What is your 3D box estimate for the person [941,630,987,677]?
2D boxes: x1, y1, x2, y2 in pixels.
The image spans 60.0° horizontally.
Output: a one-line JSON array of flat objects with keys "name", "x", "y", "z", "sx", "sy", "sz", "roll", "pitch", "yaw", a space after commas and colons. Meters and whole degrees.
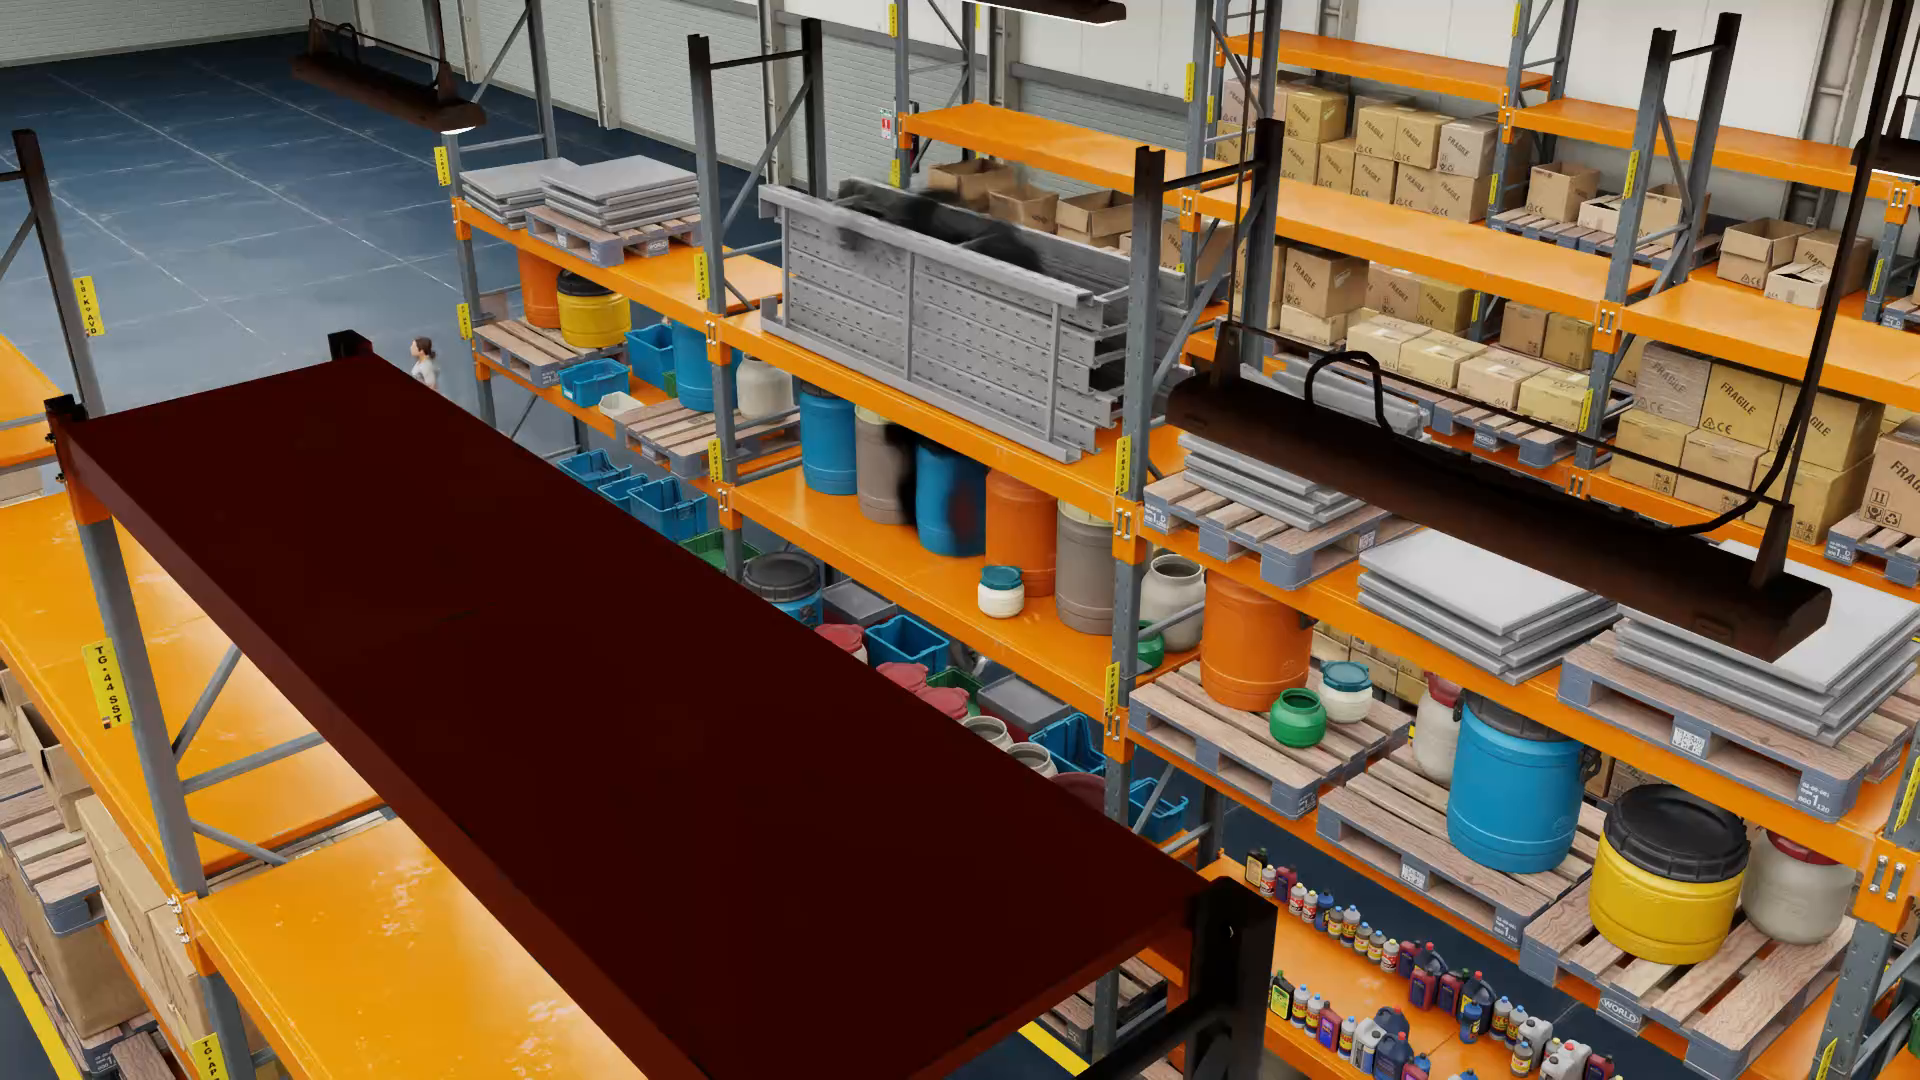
[{"name": "person", "x": 0.009, "y": 0.538, "z": 14.150, "sx": 0.493, "sy": 1.551, "sz": 0.549, "roll": 23, "pitch": 35, "yaw": 37}]

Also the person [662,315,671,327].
[{"name": "person", "x": -3.363, "y": -1.924, "z": 19.536, "sx": 0.600, "sy": 1.628, "sz": 0.581, "roll": -3, "pitch": 27, "yaw": -5}]

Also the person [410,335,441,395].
[{"name": "person", "x": -6.024, "y": -1.533, "z": 18.778, "sx": 0.544, "sy": 1.626, "sz": 0.540, "roll": -10, "pitch": 28, "yaw": -18}]
